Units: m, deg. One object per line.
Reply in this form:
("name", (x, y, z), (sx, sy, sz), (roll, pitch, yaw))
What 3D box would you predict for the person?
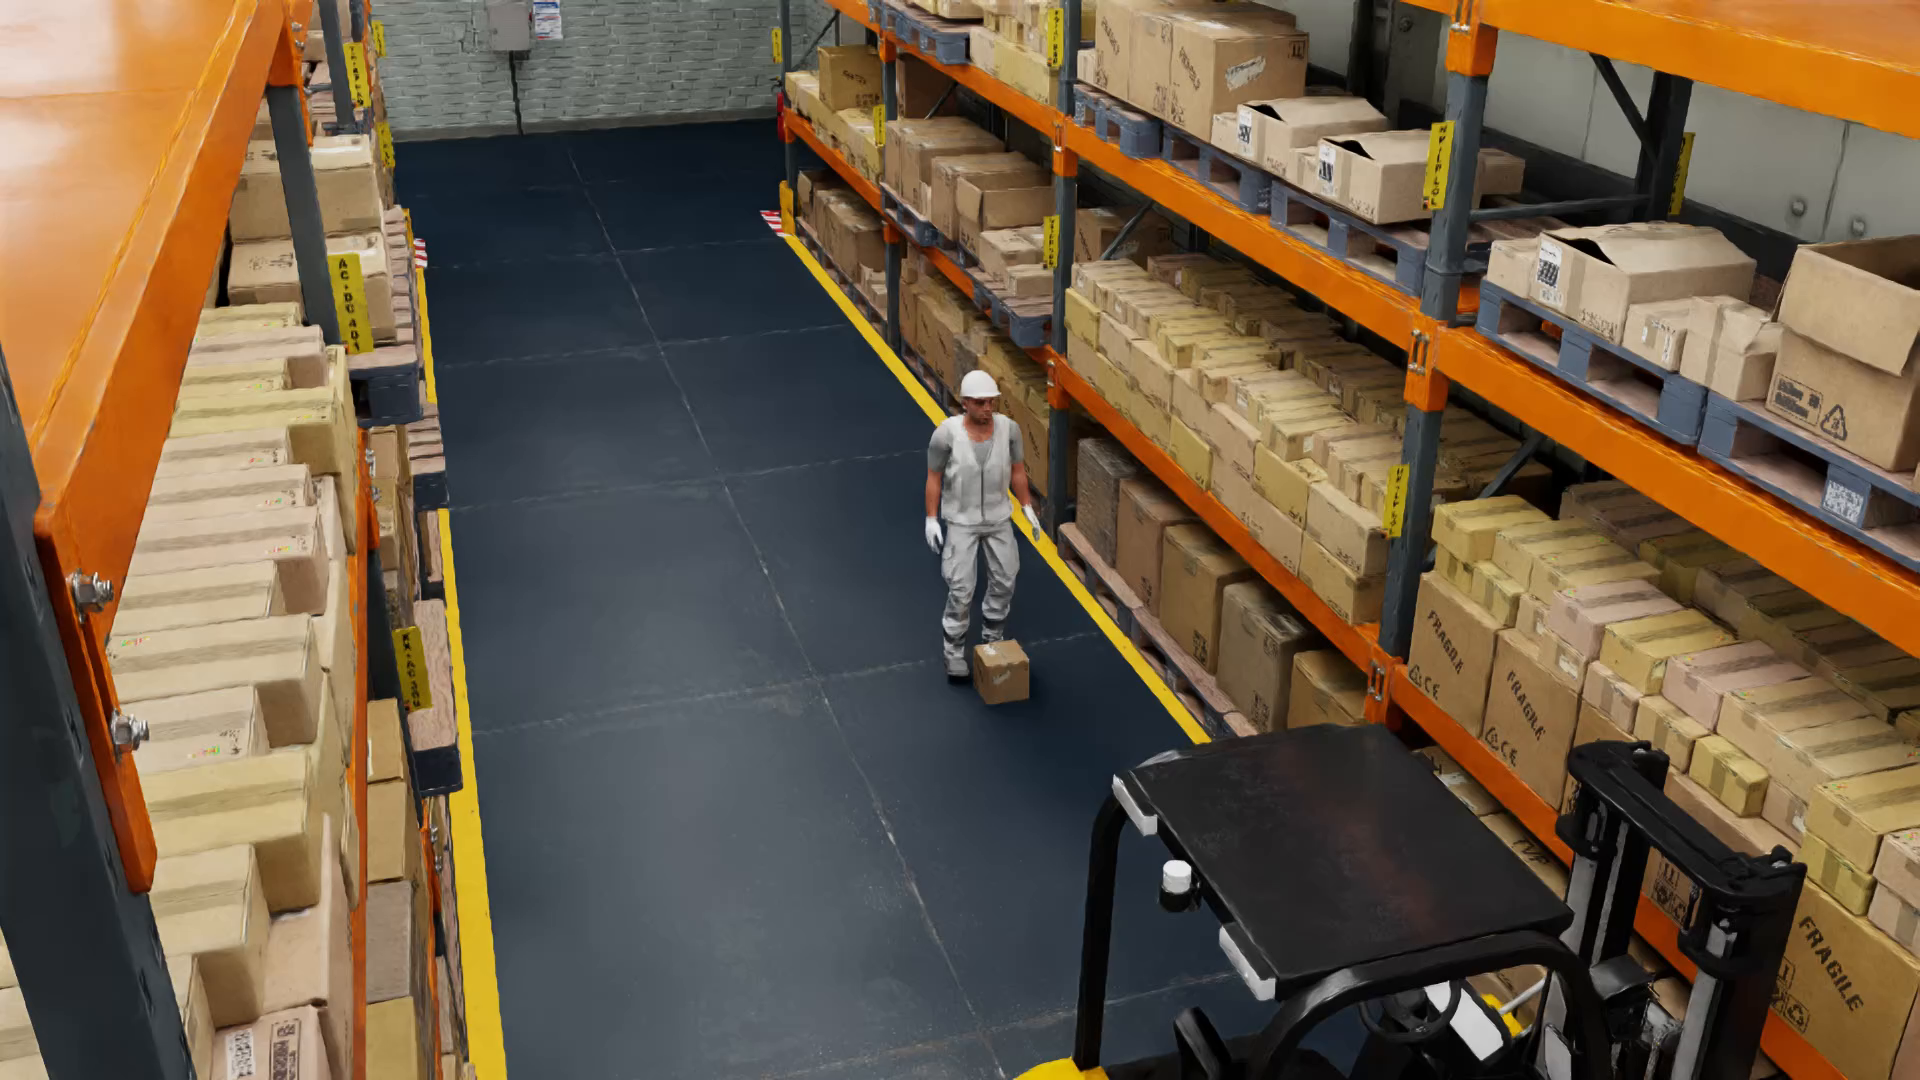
("person", (0.136, -0.089, 9.301), (0.649, 1.772, 0.484), (-8, 27, -15))
